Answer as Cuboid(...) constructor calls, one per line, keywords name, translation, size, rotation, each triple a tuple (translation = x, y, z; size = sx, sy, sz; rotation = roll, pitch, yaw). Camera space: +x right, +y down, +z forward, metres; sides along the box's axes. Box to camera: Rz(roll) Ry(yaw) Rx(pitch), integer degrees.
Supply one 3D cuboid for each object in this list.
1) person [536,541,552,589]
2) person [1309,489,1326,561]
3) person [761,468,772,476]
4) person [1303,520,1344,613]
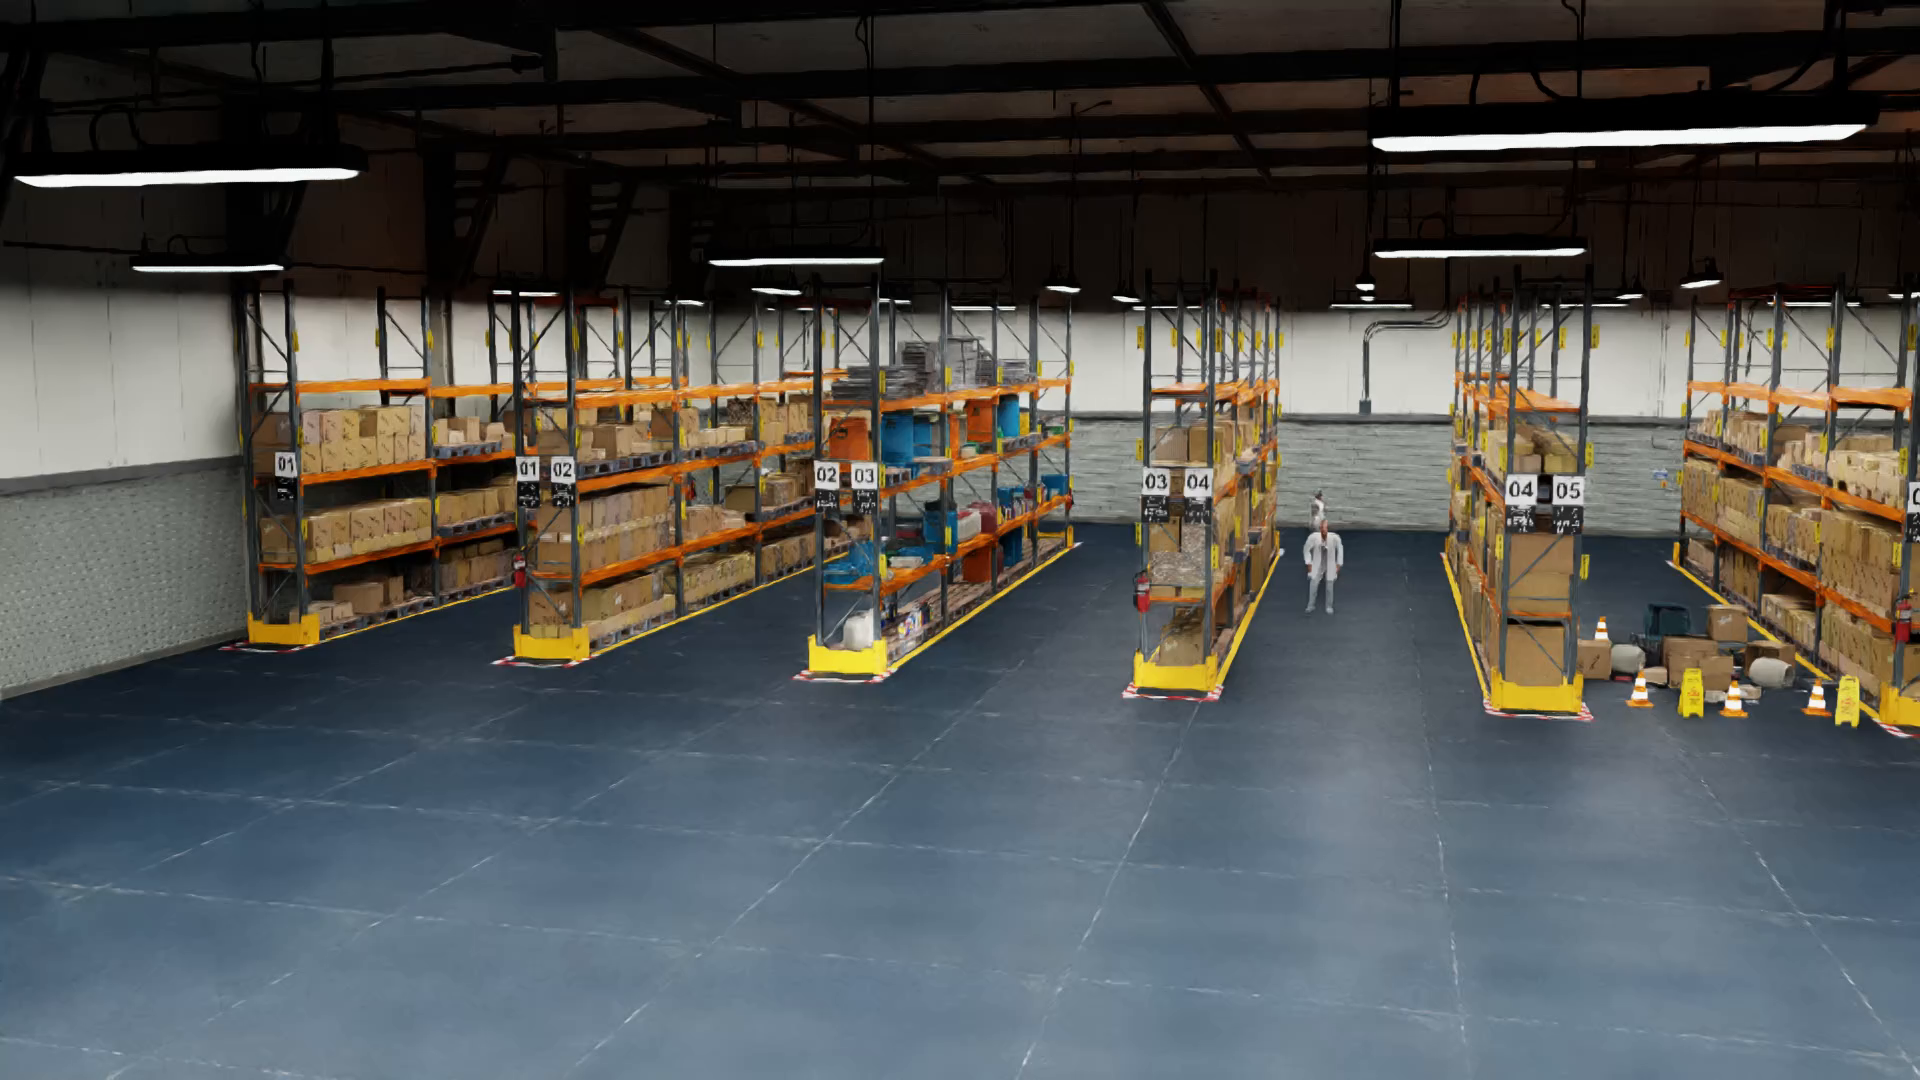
Cuboid(name="person", translation=(-7.446, 0.567, 30.001), size=(0.441, 1.675, 0.496), rotation=(-2, 7, -17))
Cuboid(name="person", translation=(8.050, -0.311, 37.312), size=(0.416, 1.677, 0.537), rotation=(-2, 7, -16))
Cuboid(name="person", translation=(-4.861, -0.912, 41.747), size=(0.402, 1.786, 0.686), rotation=(0, 7, 4))
Cuboid(name="person", translation=(6.685, 0.471, 30.636), size=(0.729, 1.717, 0.538), rotation=(2, 7, 13))
